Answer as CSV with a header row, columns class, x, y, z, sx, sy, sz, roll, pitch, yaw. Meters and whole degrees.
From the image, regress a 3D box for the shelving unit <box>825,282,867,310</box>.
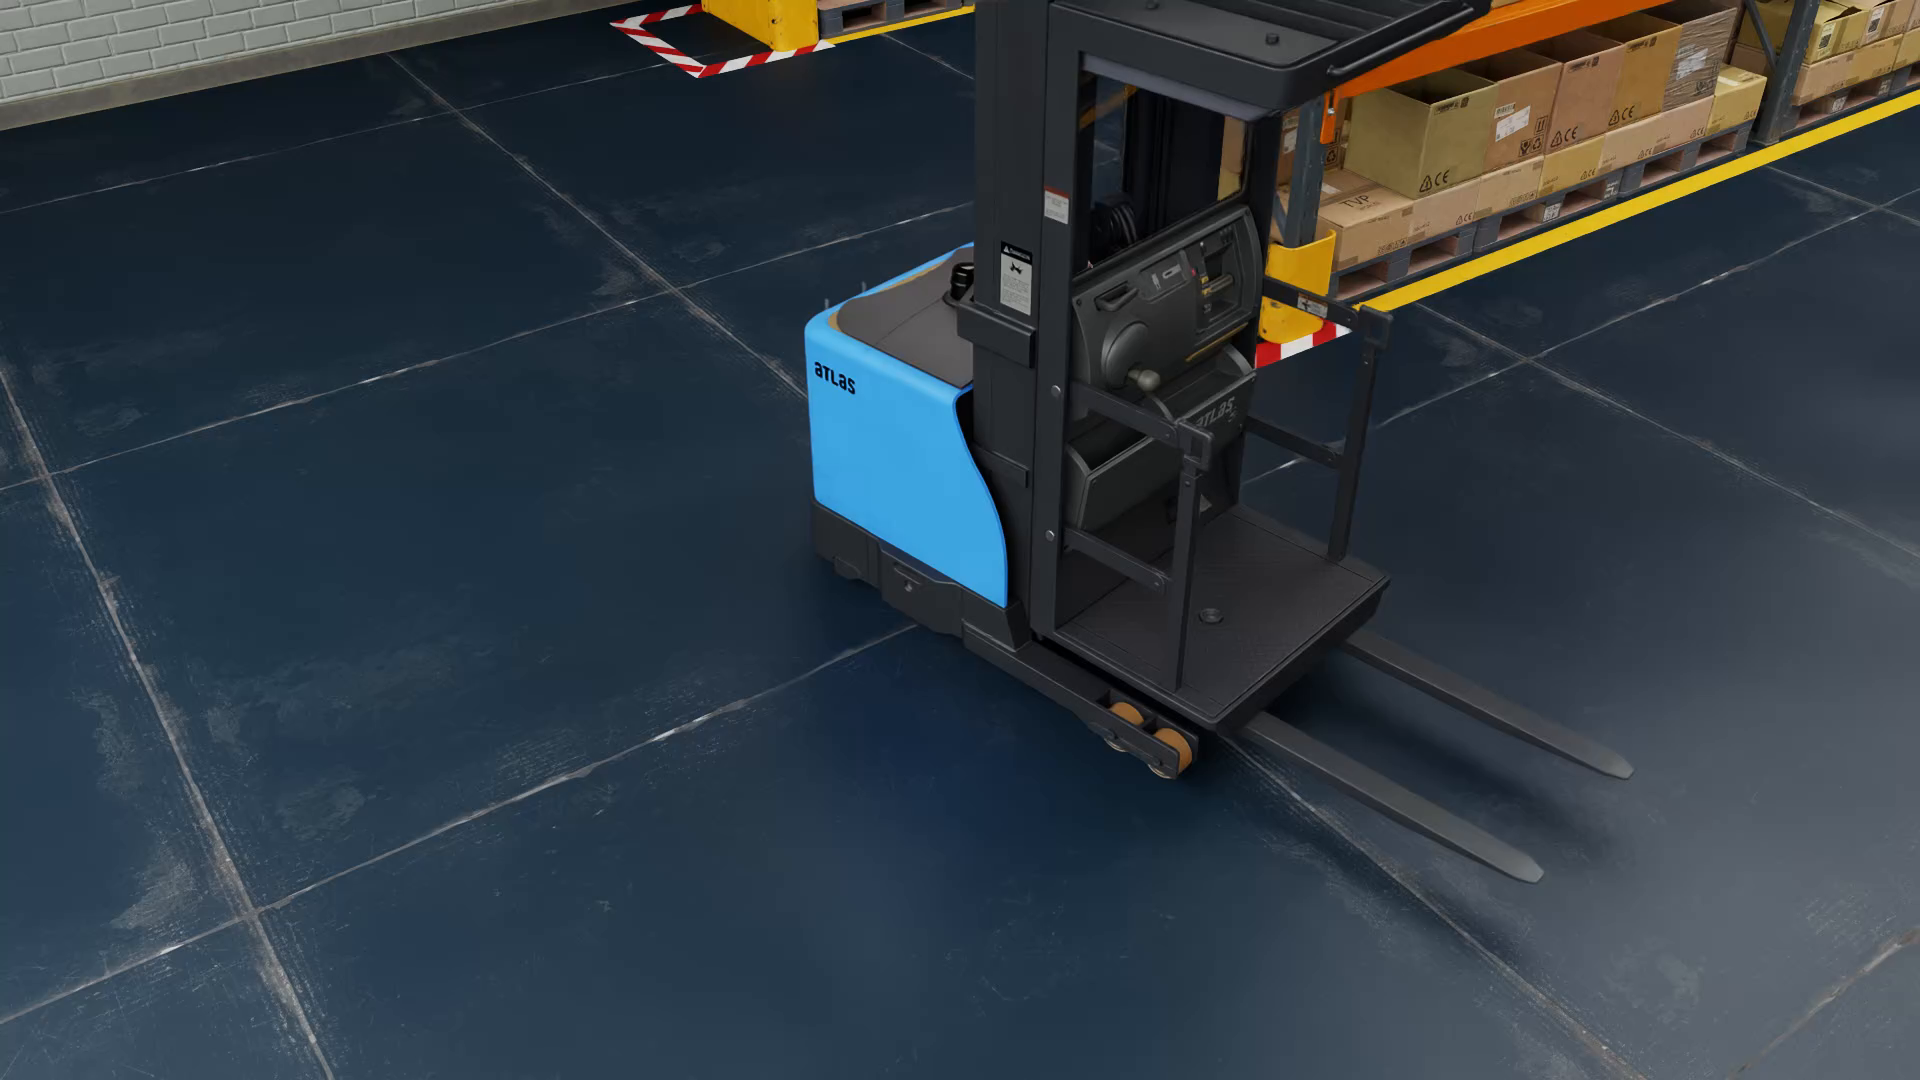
class,x,y,z,sx,sy,sz,roll,pitch,yaw
shelving unit,-0.371,-0.575,6.779,0.258,0.900,0.210,29,45,34

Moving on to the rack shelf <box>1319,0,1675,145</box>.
class,x,y,z,sx,sy,sz,roll,pitch,yaw
rack shelf,2.997,-2.880,8.802,4.000,0.370,1.077,-22,41,-28

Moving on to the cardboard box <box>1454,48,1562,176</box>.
class,x,y,z,sx,sy,sz,roll,pitch,yaw
cardboard box,2.738,-2.276,8.698,0.500,0.500,0.500,-22,41,-28

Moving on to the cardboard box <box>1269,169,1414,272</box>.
class,x,y,z,sx,sy,sz,roll,pitch,yaw
cardboard box,1.929,-1.628,8.440,0.500,0.250,0.500,-22,41,-28

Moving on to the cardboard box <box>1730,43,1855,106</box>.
class,x,y,z,sx,sy,sz,roll,pitch,yaw
cardboard box,5.104,-2.917,10.232,0.500,0.250,0.500,-23,42,-29

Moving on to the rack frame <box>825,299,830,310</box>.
class,x,y,z,sx,sy,sz,roll,pitch,yaw
rack frame,-0.440,-0.532,6.719,0.240,0.900,0.006,29,45,34

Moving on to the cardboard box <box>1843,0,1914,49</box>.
class,x,y,z,sx,sy,sz,roll,pitch,yaw
cardboard box,5.525,-3.313,10.302,0.500,0.311,0.500,-23,42,-28

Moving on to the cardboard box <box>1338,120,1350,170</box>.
class,x,y,z,sx,sy,sz,roll,pitch,yaw
cardboard box,2.032,-2.049,9.025,0.500,0.250,0.500,-22,41,-28

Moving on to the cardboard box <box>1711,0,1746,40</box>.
class,x,y,z,sx,sy,sz,roll,pitch,yaw
cardboard box,4.798,-3.400,10.423,0.500,0.311,0.500,-22,41,-28

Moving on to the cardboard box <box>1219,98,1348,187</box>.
class,x,y,z,sx,sy,sz,roll,pitch,yaw
cardboard box,1.629,-2.181,8.566,0.500,0.500,0.500,-22,41,-28

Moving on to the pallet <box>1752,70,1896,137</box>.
class,x,y,z,sx,sy,sz,roll,pitch,yaw
pallet,5.212,-2.980,10.712,1.213,0.211,1.003,-22,41,-28

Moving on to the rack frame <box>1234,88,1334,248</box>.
class,x,y,z,sx,sy,sz,roll,pitch,yaw
rack frame,1.362,-2.500,7.657,0.127,3.000,1.000,-22,41,-28

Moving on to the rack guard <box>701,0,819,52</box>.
class,x,y,z,sx,sy,sz,roll,pitch,yaw
rack guard,-1.432,-3.873,11.707,0.348,0.500,1.175,-22,41,-28

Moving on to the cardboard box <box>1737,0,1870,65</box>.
class,x,y,z,sx,sy,sz,roll,pitch,yaw
cardboard box,5.113,-3.147,10.072,0.500,0.311,0.500,-22,41,-28

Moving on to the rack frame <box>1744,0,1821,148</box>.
class,x,y,z,sx,sy,sz,roll,pitch,yaw
rack frame,4.632,-3.845,9.527,0.127,3.000,1.000,-22,41,-28

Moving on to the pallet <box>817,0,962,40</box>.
class,x,y,z,sx,sy,sz,roll,pitch,yaw
pallet,-0.748,-4.013,12.148,1.213,0.211,1.003,-22,41,-28

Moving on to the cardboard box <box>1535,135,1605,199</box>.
class,x,y,z,sx,sy,sz,roll,pitch,yaw
cardboard box,3.156,-2.132,9.140,0.500,0.250,0.500,-22,41,-28

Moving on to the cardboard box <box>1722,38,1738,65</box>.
class,x,y,z,sx,sy,sz,roll,pitch,yaw
cardboard box,4.804,-3.177,10.594,0.500,0.250,0.500,-23,42,-28

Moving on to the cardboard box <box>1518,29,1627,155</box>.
class,x,y,z,sx,sy,sz,roll,pitch,yaw
cardboard box,3.156,-2.436,8.921,0.500,0.500,0.500,-22,41,-28

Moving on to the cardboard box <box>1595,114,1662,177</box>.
class,x,y,z,sx,sy,sz,roll,pitch,yaw
cardboard box,3.564,-2.300,9.375,0.500,0.250,0.500,-22,41,-28

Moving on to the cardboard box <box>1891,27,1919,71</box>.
class,x,y,z,sx,sy,sz,roll,pitch,yaw
cardboard box,5.945,-3.264,10.714,0.500,0.250,0.500,-24,42,-29

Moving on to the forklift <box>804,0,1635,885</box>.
class,x,y,z,sx,sy,sz,roll,pitch,yaw
forklift,0.837,-0.732,5.257,3.031,2.935,1.130,29,45,34

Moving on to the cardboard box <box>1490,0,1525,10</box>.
class,x,y,z,sx,sy,sz,roll,pitch,yaw
cardboard box,2.587,-3.034,8.314,0.500,0.500,0.700,-22,41,-28

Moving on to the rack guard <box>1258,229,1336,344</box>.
class,x,y,z,sx,sy,sz,roll,pitch,yaw
rack guard,1.343,-1.477,8.375,0.348,0.500,1.175,-22,41,-28

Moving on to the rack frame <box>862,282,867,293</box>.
class,x,y,z,sx,sy,sz,roll,pitch,yaw
rack frame,-0.301,-0.619,6.839,0.240,0.900,0.006,29,45,34

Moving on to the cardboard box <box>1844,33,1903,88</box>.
class,x,y,z,sx,sy,sz,roll,pitch,yaw
cardboard box,5.523,-3.088,10.470,0.500,0.250,0.500,-21,41,-27

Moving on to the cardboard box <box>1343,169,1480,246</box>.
class,x,y,z,sx,sy,sz,roll,pitch,yaw
cardboard box,2.335,-1.798,8.676,0.500,0.250,0.500,-22,41,-28

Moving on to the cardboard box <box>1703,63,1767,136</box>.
class,x,y,z,sx,sy,sz,roll,pitch,yaw
cardboard box,4.379,-2.639,9.846,0.500,0.250,0.500,-22,41,-28

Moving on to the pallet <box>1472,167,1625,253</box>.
class,x,y,z,sx,sy,sz,roll,pitch,yaw
pallet,2.960,-2.053,9.423,1.213,0.211,1.003,-22,41,-28

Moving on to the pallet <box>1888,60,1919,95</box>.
class,x,y,z,sx,sy,sz,roll,pitch,yaw
pallet,6.210,-3.392,11.286,1.213,0.211,1.003,-22,41,-28

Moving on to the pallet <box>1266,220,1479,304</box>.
class,x,y,z,sx,sy,sz,roll,pitch,yaw
pallet,1.963,-1.645,8.856,1.213,0.211,1.003,-22,41,-28

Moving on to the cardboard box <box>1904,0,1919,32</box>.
class,x,y,z,sx,sy,sz,roll,pitch,yaw
cardboard box,5.948,-3.488,10.545,0.500,0.311,0.500,-24,42,-29

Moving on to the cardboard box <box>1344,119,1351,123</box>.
class,x,y,z,sx,sy,sz,roll,pitch,yaw
cardboard box,2.440,-2.218,9.260,0.500,0.250,0.500,-22,41,-28

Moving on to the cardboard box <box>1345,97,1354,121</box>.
class,x,y,z,sx,sy,sz,roll,pitch,yaw
cardboard box,2.438,-2.524,9.044,0.500,0.500,0.500,-22,41,-28

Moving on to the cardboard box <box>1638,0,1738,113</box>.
class,x,y,z,sx,sy,sz,roll,pitch,yaw
cardboard box,3.963,-2.781,9.401,0.500,0.500,0.500,-22,41,-28

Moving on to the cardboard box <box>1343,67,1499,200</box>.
class,x,y,z,sx,sy,sz,roll,pitch,yaw
cardboard box,2.336,-2.102,8.456,0.500,0.500,0.500,-22,41,-28

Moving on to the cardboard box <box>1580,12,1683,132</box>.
class,x,y,z,sx,sy,sz,roll,pitch,yaw
cardboard box,3.557,-2.611,9.164,0.500,0.500,0.500,-22,41,-28

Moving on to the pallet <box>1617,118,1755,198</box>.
class,x,y,z,sx,sy,sz,roll,pitch,yaw
pallet,3.958,-2.466,9.997,1.213,0.211,1.003,-22,41,-28

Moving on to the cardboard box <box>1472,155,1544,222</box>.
class,x,y,z,sx,sy,sz,roll,pitch,yaw
cardboard box,2.744,-1.966,8.910,0.500,0.250,0.500,-22,41,-28

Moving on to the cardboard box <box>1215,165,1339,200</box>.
class,x,y,z,sx,sy,sz,roll,pitch,yaw
cardboard box,1.630,-1.875,8.784,0.500,0.250,0.500,-22,41,-28

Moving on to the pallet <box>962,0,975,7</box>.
class,x,y,z,sx,sy,sz,roll,pitch,yaw
pallet,0.248,-4.420,12.715,1.213,0.211,1.003,-22,41,-28

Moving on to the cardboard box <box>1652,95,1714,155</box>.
class,x,y,z,sx,sy,sz,roll,pitch,yaw
cardboard box,3.964,-2.476,9.618,0.500,0.250,0.500,-22,41,-28
